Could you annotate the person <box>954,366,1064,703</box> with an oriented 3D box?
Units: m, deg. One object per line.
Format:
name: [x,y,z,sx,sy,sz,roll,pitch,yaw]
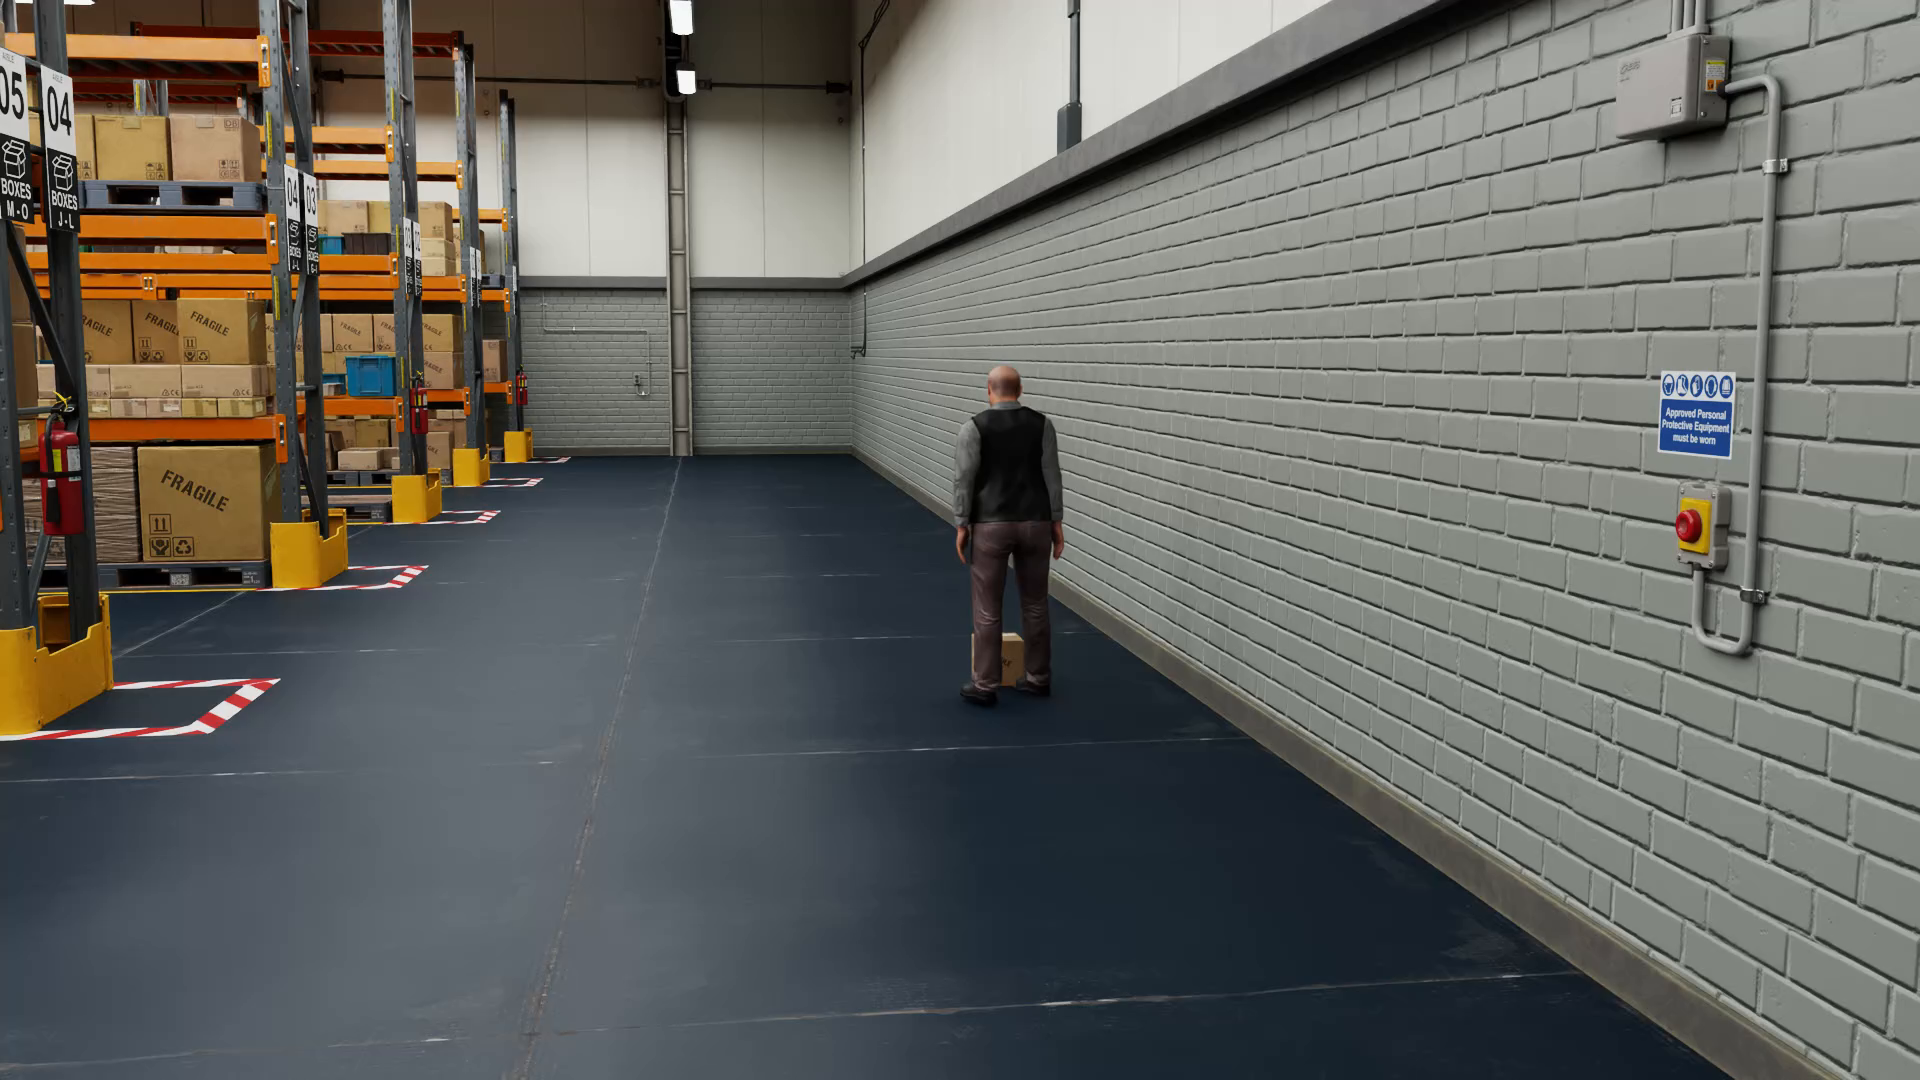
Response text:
person: [0.232,-0.035,8.518,0.572,1.703,0.409,-2,7,-15]
